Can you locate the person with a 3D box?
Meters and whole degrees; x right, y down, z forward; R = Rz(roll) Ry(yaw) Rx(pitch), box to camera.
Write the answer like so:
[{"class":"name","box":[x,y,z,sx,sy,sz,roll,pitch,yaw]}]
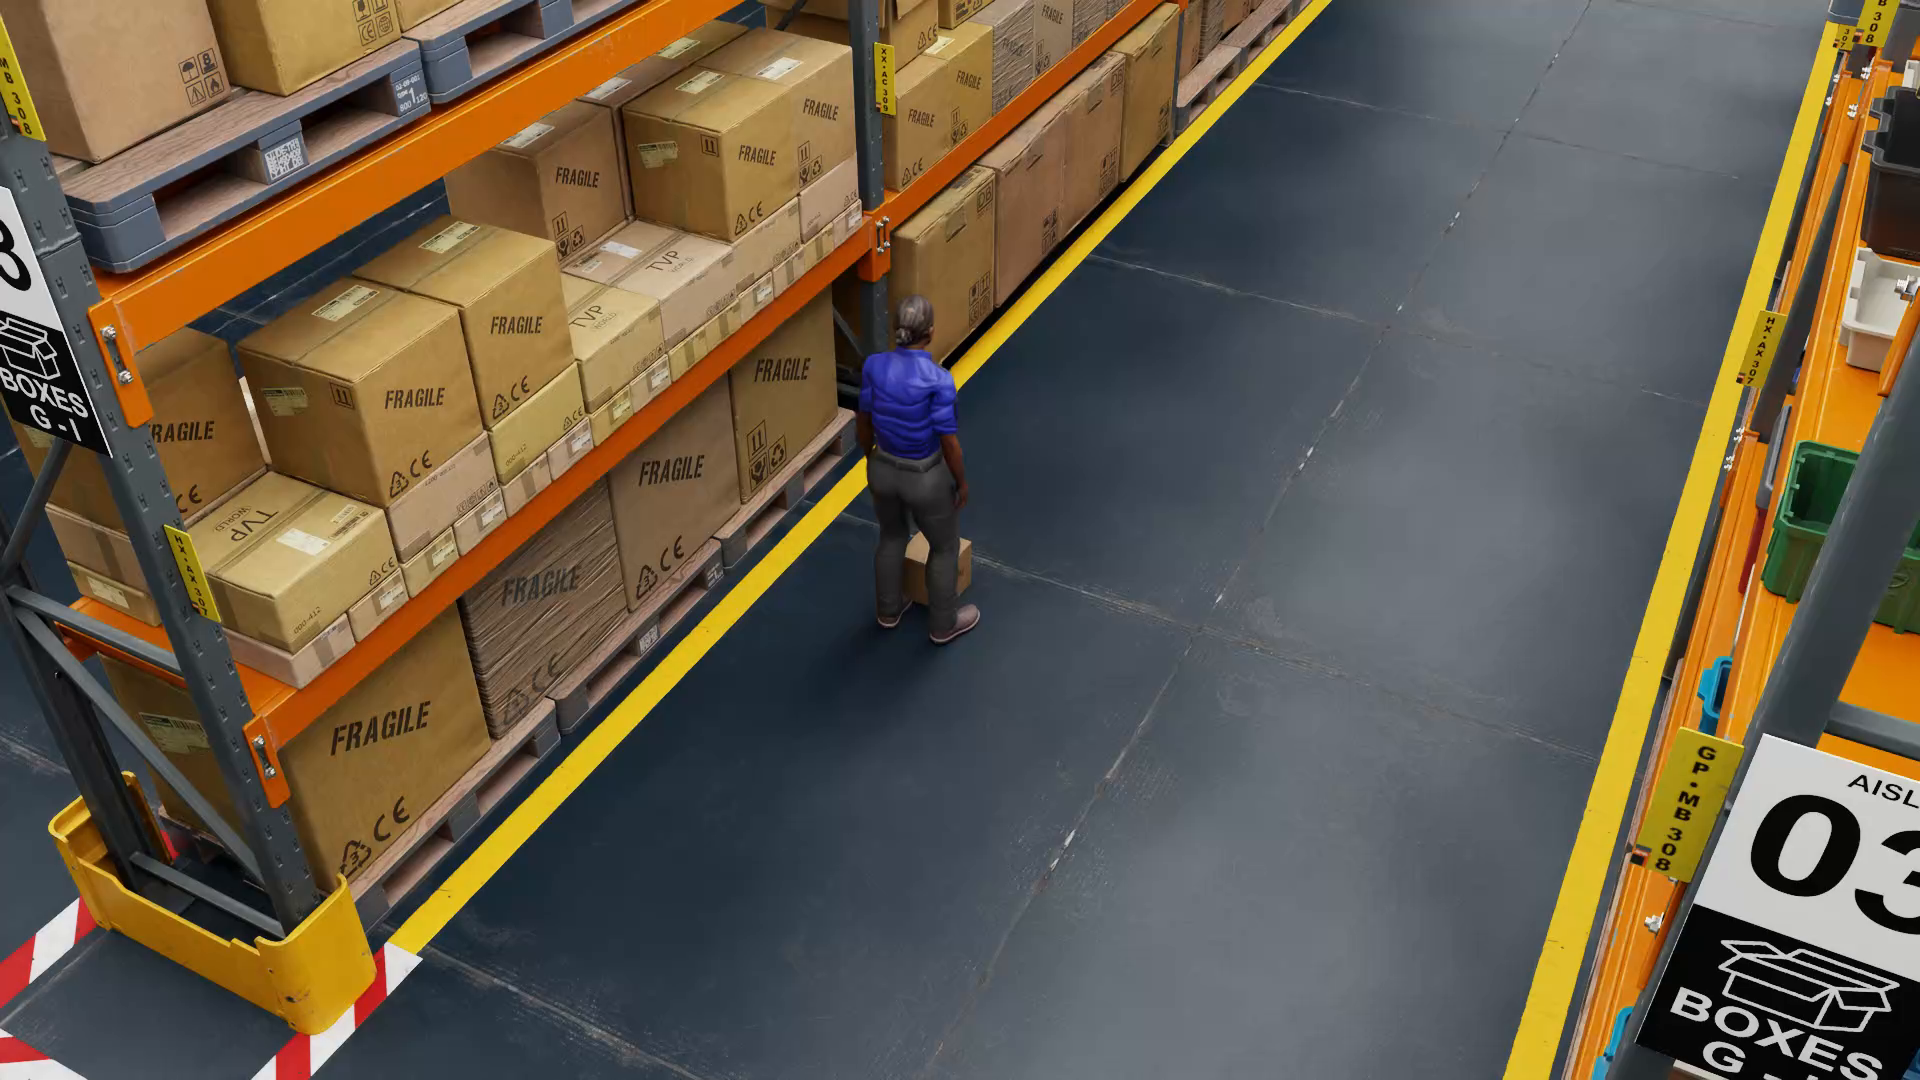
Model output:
[{"class":"person","box":[-0.191,-0.282,7.110,0.510,1.655,0.349,18,41,21]}]
